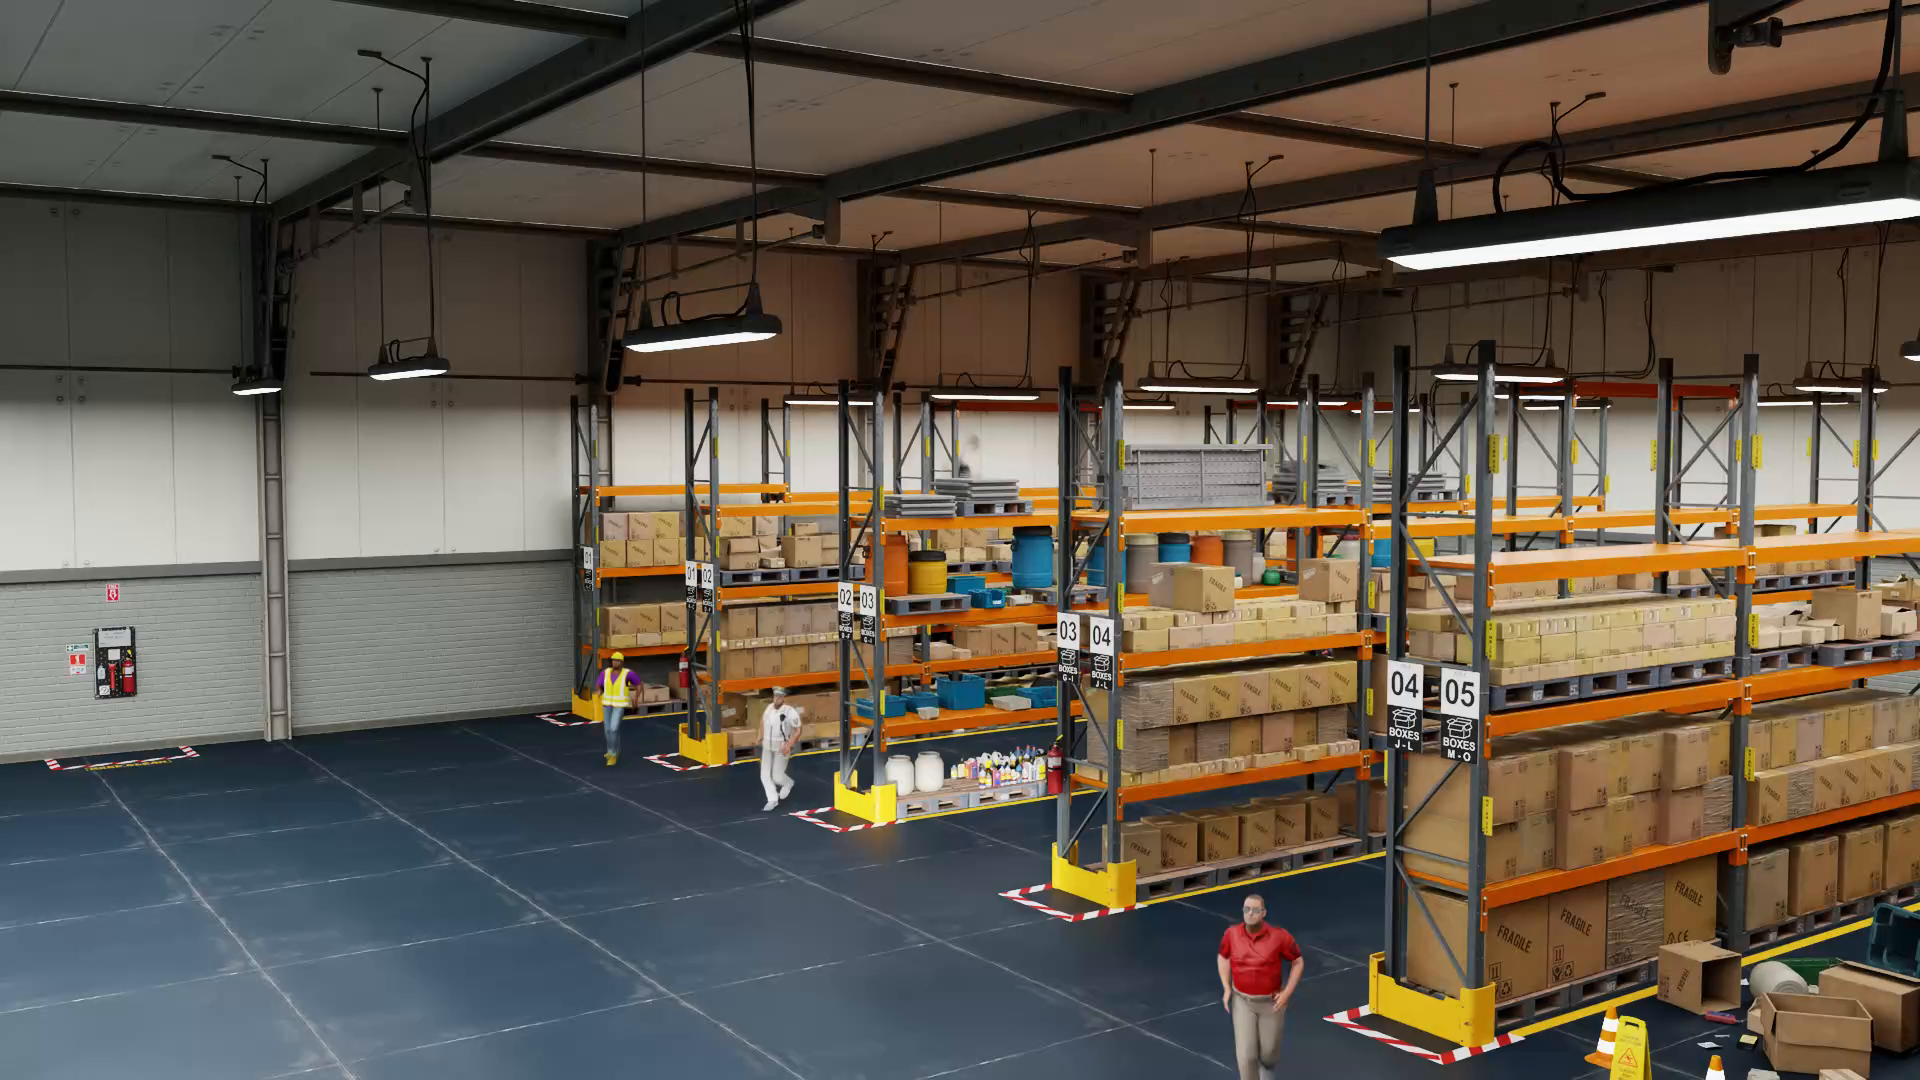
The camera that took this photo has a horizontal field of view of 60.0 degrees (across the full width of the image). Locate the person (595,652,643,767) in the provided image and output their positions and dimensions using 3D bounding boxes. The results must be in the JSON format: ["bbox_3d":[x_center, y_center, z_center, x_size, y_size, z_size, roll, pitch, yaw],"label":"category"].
[{"bbox_3d":[-5.505,2.686,26.603,0.730,1.811,0.661,1,4,12],"label":"person"}]

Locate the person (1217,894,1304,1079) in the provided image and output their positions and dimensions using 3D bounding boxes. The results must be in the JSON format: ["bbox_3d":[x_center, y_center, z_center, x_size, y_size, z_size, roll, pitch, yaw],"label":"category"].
[{"bbox_3d":[2.304,3.555,12.768,0.667,1.735,0.711,1,4,19],"label":"person"}]

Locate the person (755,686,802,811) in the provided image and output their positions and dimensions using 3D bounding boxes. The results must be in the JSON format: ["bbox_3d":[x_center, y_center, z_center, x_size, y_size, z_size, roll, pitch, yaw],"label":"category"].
[{"bbox_3d":[-2.517,2.903,23.402,0.685,1.746,0.627,2,4,24],"label":"person"}]
